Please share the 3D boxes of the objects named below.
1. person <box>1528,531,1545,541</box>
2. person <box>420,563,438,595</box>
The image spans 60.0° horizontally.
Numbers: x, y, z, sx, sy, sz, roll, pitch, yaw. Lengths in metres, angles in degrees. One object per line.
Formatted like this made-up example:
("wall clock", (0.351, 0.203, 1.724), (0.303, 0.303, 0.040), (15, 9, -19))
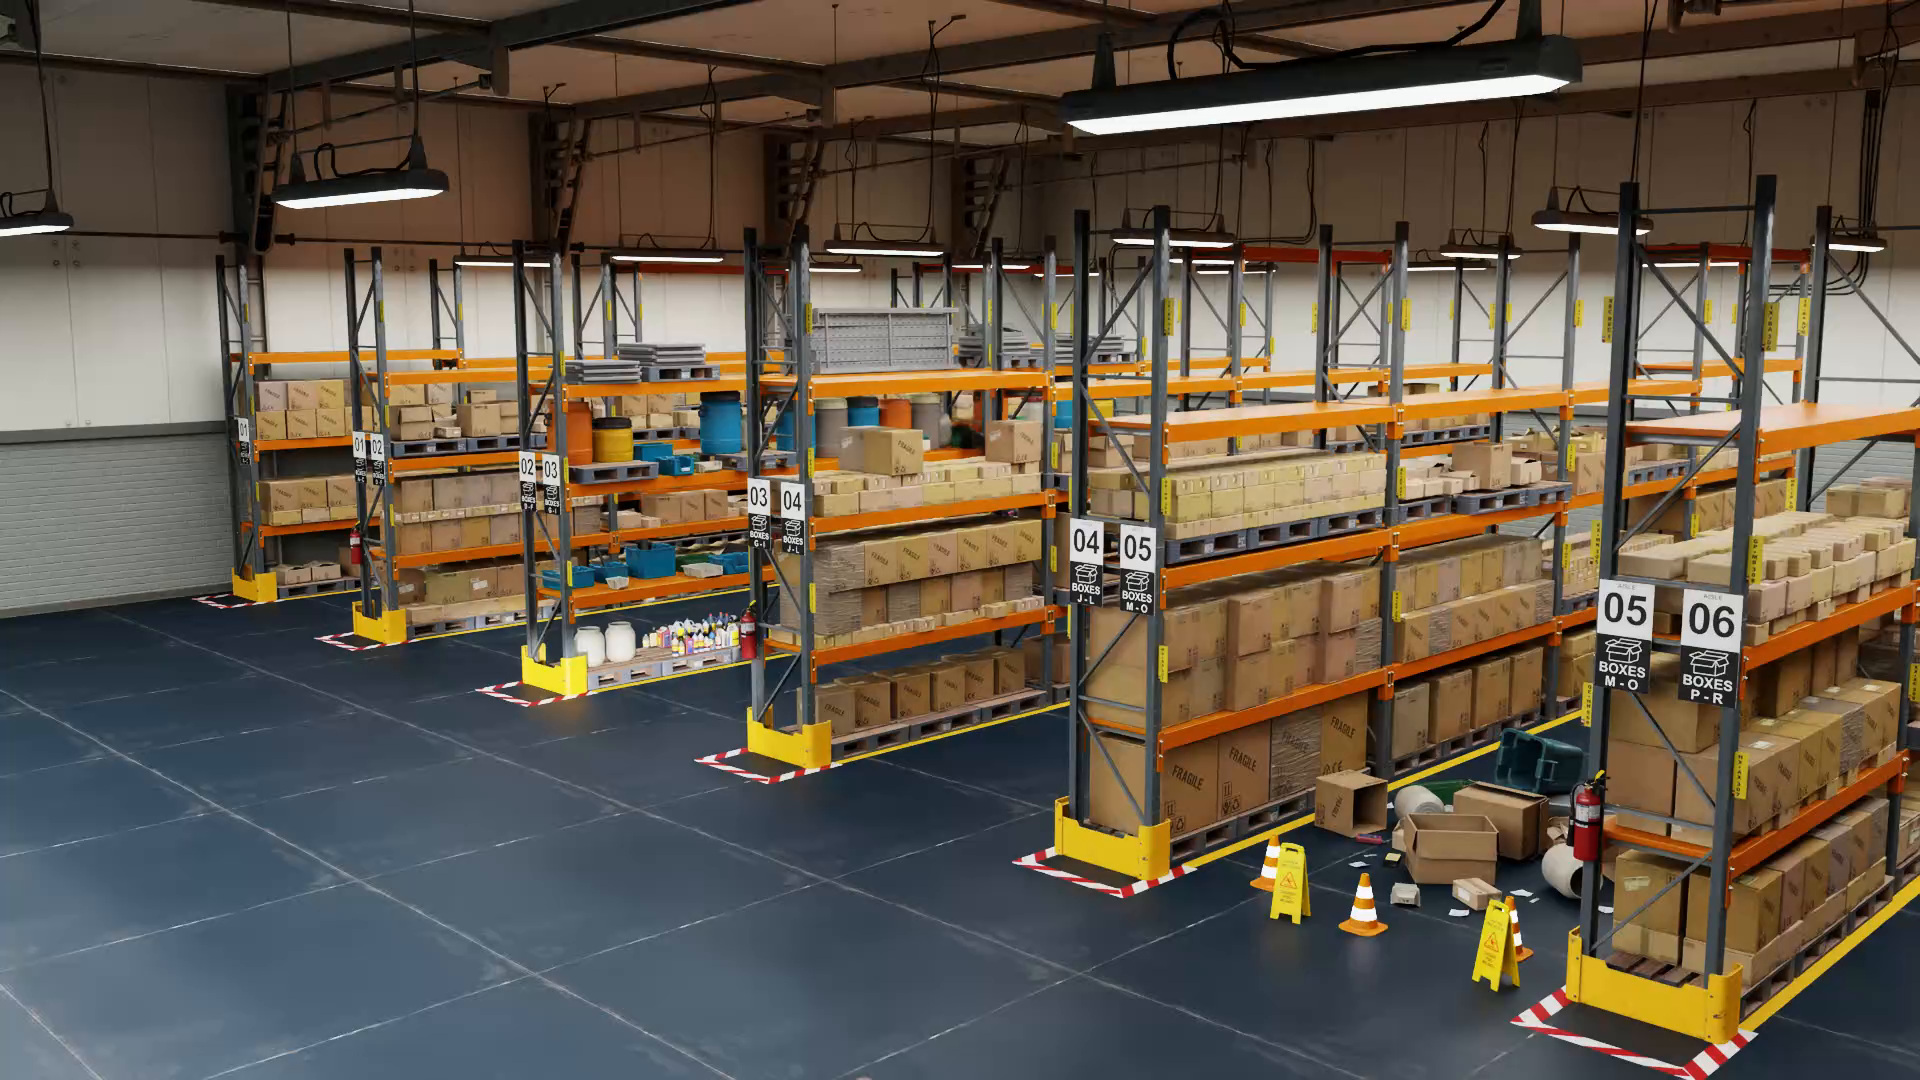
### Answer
("person", (8.779, 0.724, 25.297), (0.702, 1.733, 0.709), (-6, 10, -36))
("person", (-9.045, 0.297, 28.270), (0.637, 1.817, 0.711), (6, 10, 38))
